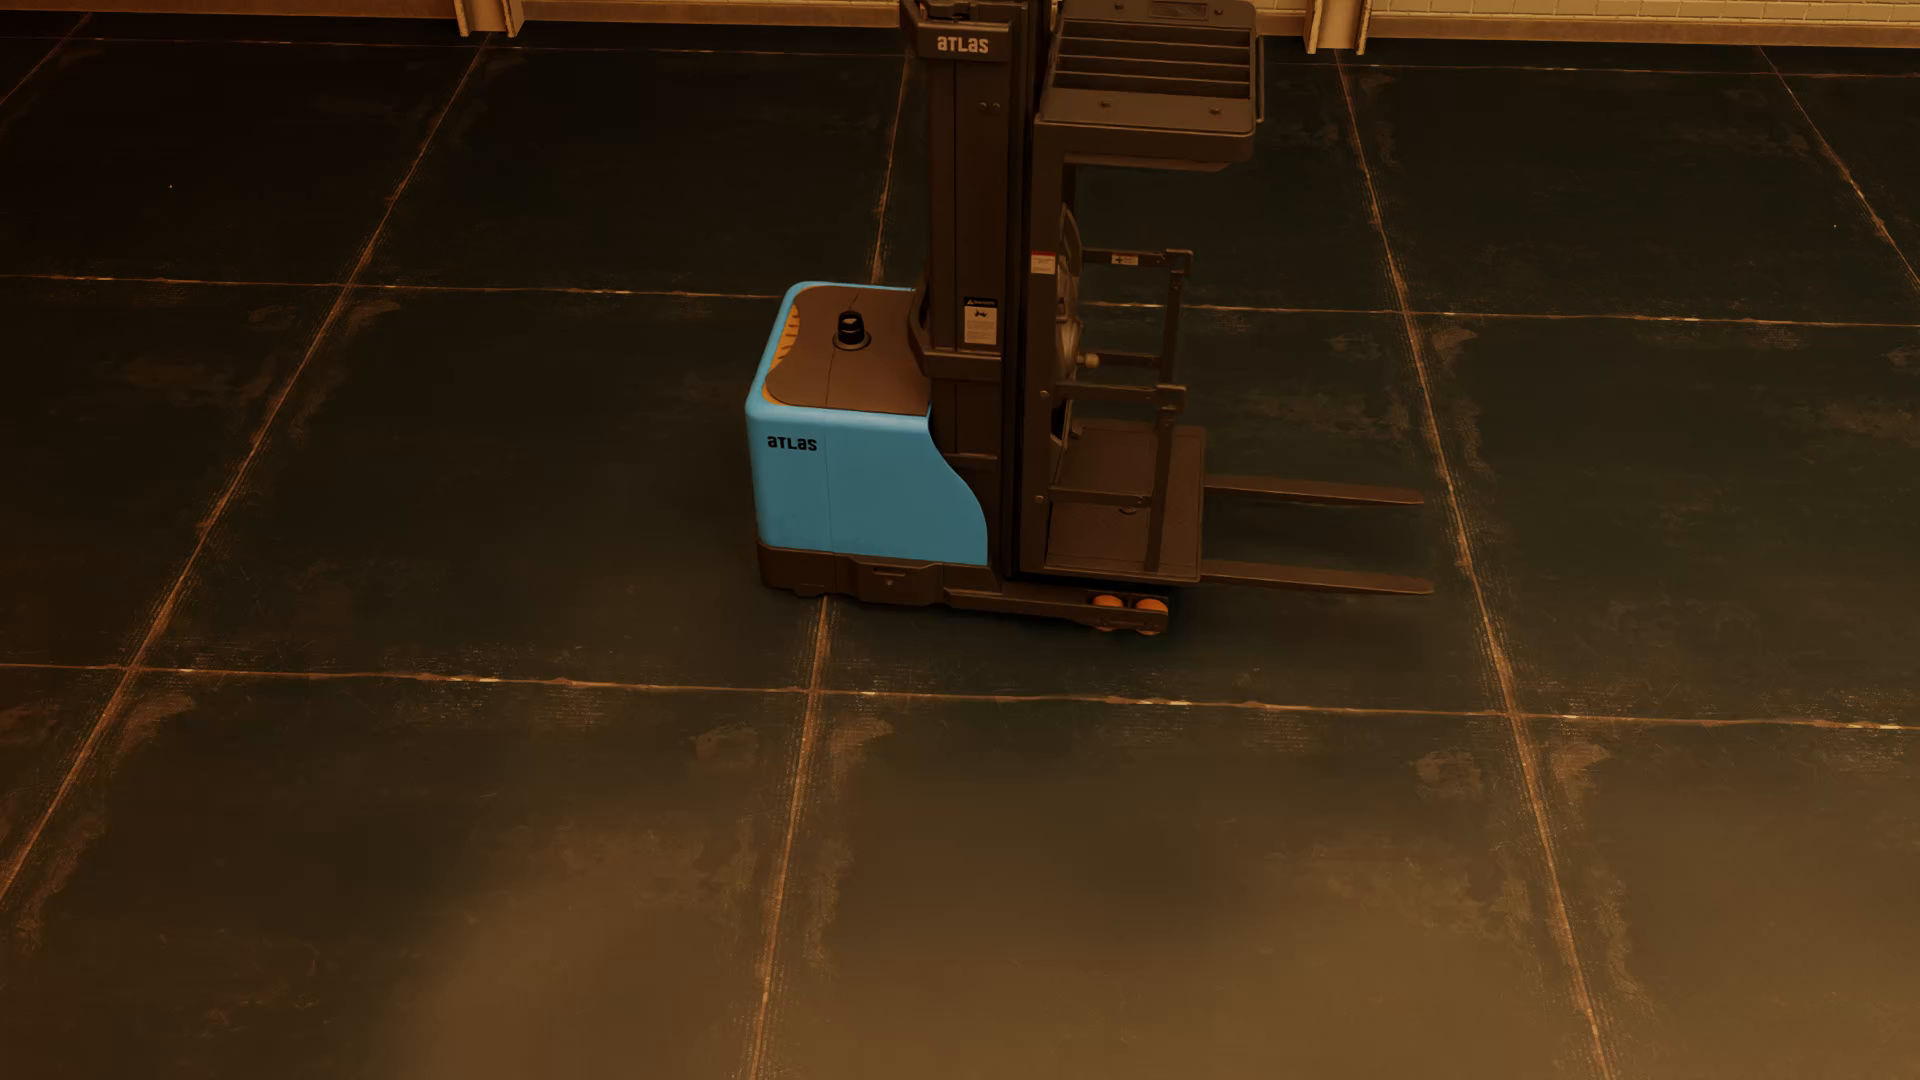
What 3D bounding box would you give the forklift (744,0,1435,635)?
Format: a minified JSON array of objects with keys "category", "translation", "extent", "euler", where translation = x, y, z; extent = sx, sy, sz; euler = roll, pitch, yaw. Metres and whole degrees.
[{"category":"forklift","translation":[0.634,-1.040,6.882],"extent":[3.031,2.935,1.130],"euler":[5,43,5]}]
